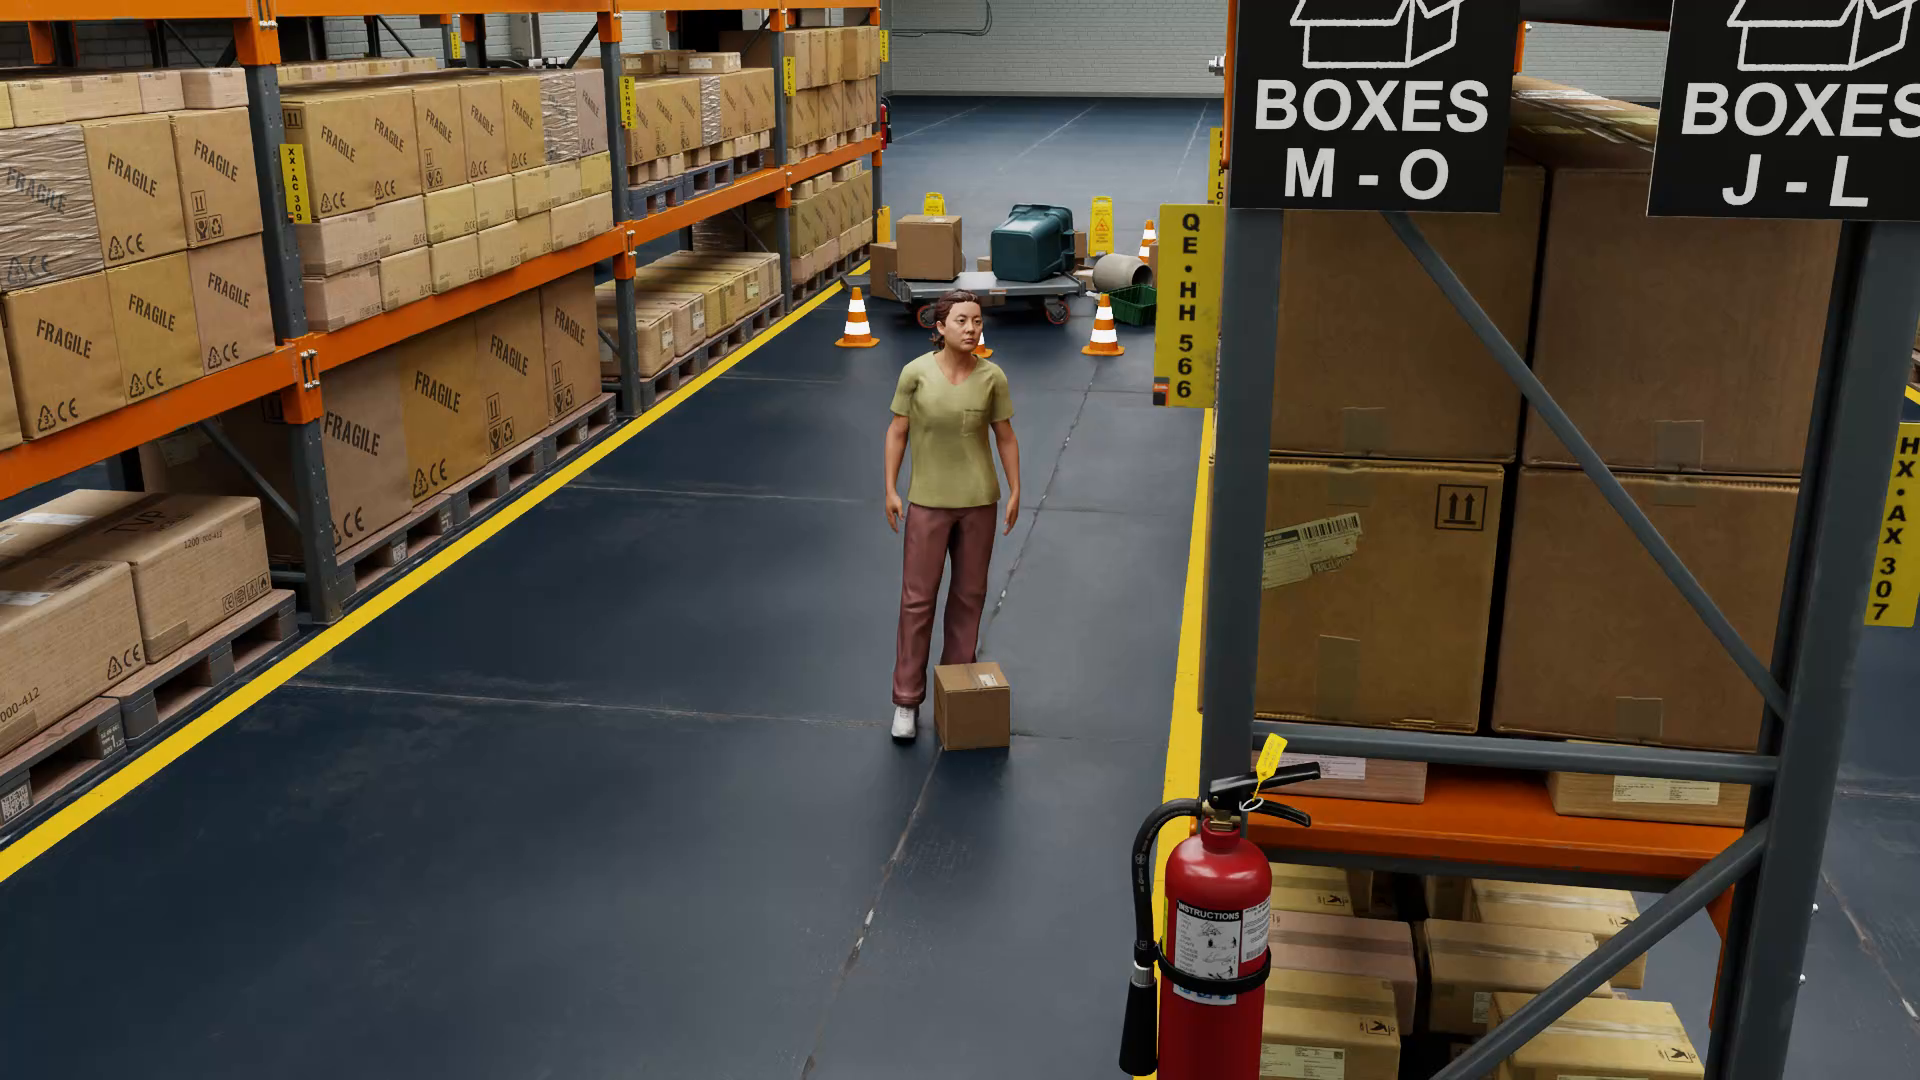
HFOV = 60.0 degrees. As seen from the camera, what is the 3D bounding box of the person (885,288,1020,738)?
[{"bbox_3d":[-0.024,-0.112,6.373,0.553,1.676,0.549,-3,18,-9],"label":"person"}]
